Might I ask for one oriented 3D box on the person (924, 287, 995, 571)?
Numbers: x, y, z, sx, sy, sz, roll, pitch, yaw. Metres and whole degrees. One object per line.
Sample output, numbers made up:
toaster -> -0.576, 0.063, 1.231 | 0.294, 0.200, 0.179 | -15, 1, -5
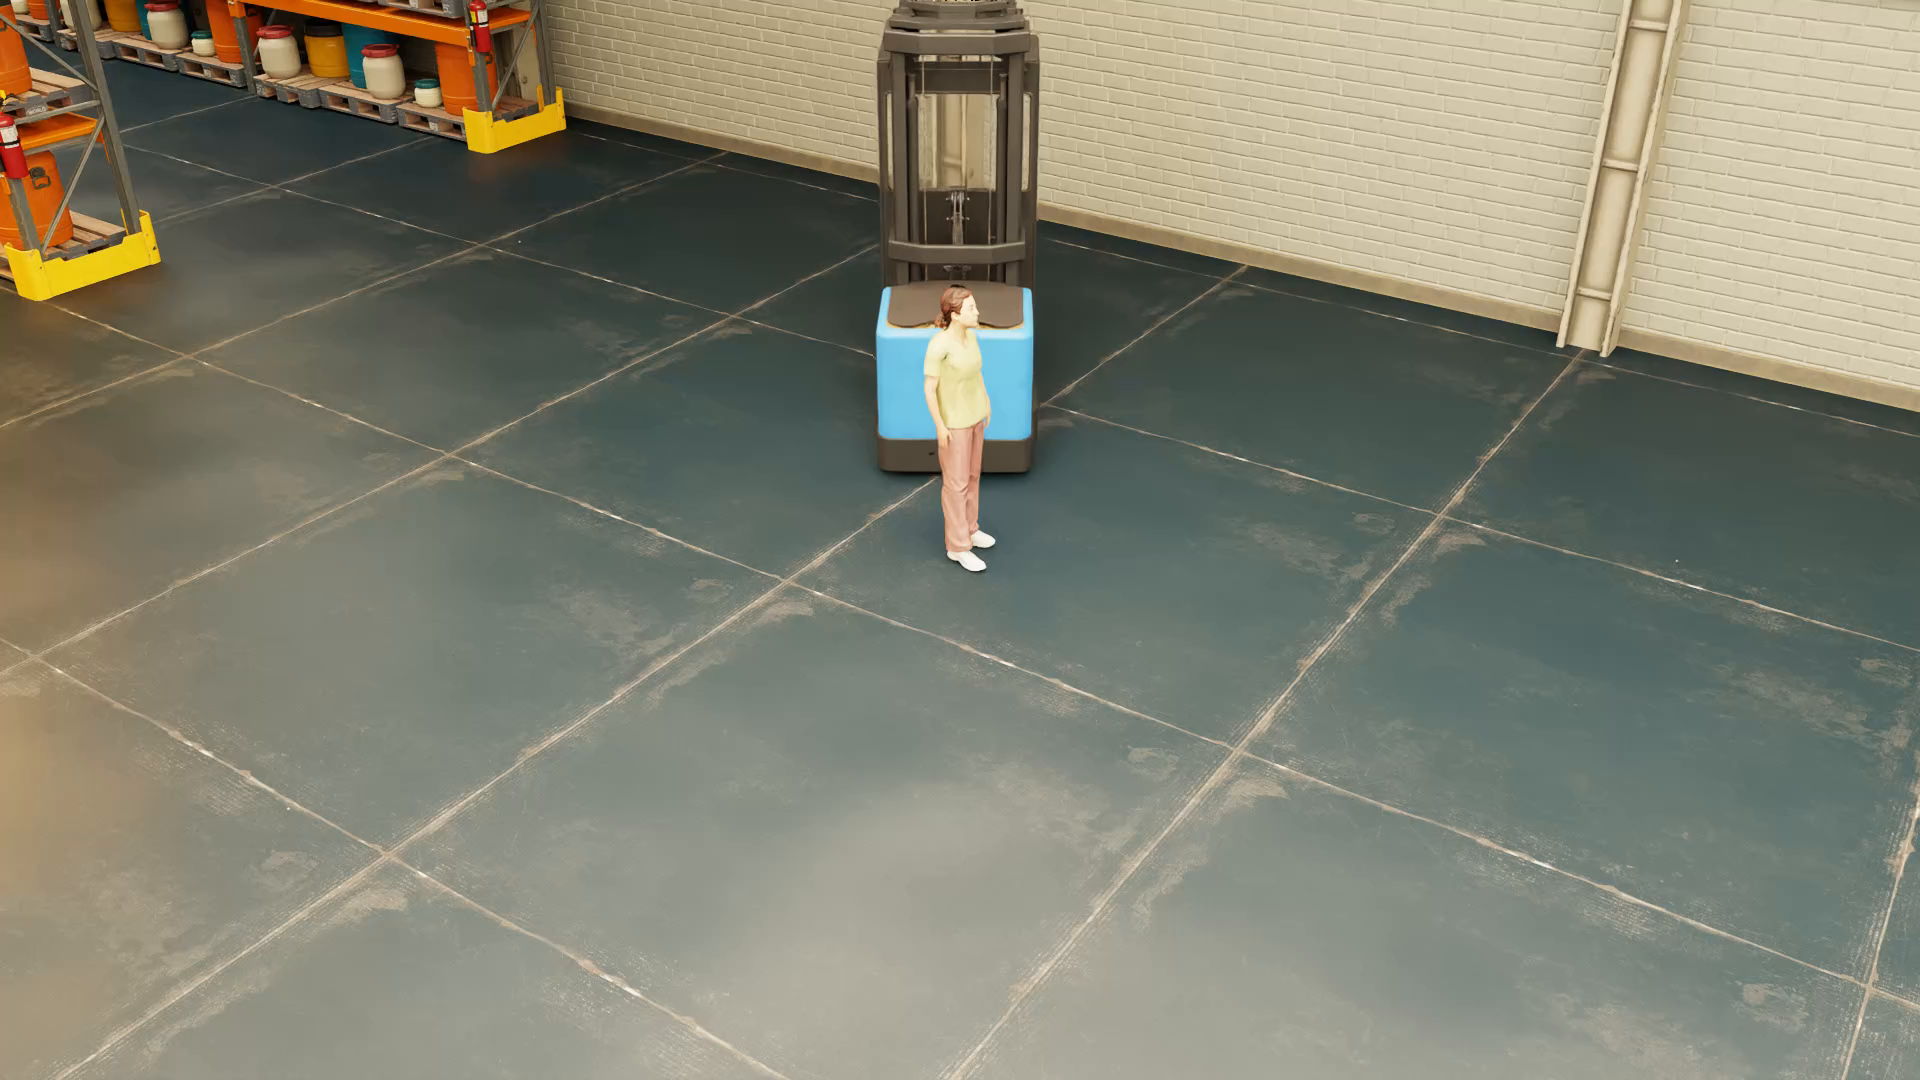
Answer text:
person -> 0.061, -0.702, 10.030 | 0.534, 1.674, 0.553 | 18, 35, 29

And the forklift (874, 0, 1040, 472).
forklift -> -0.005, -2.422, 11.751 | 1.130, 2.935, 3.031 | 1, 30, 1
